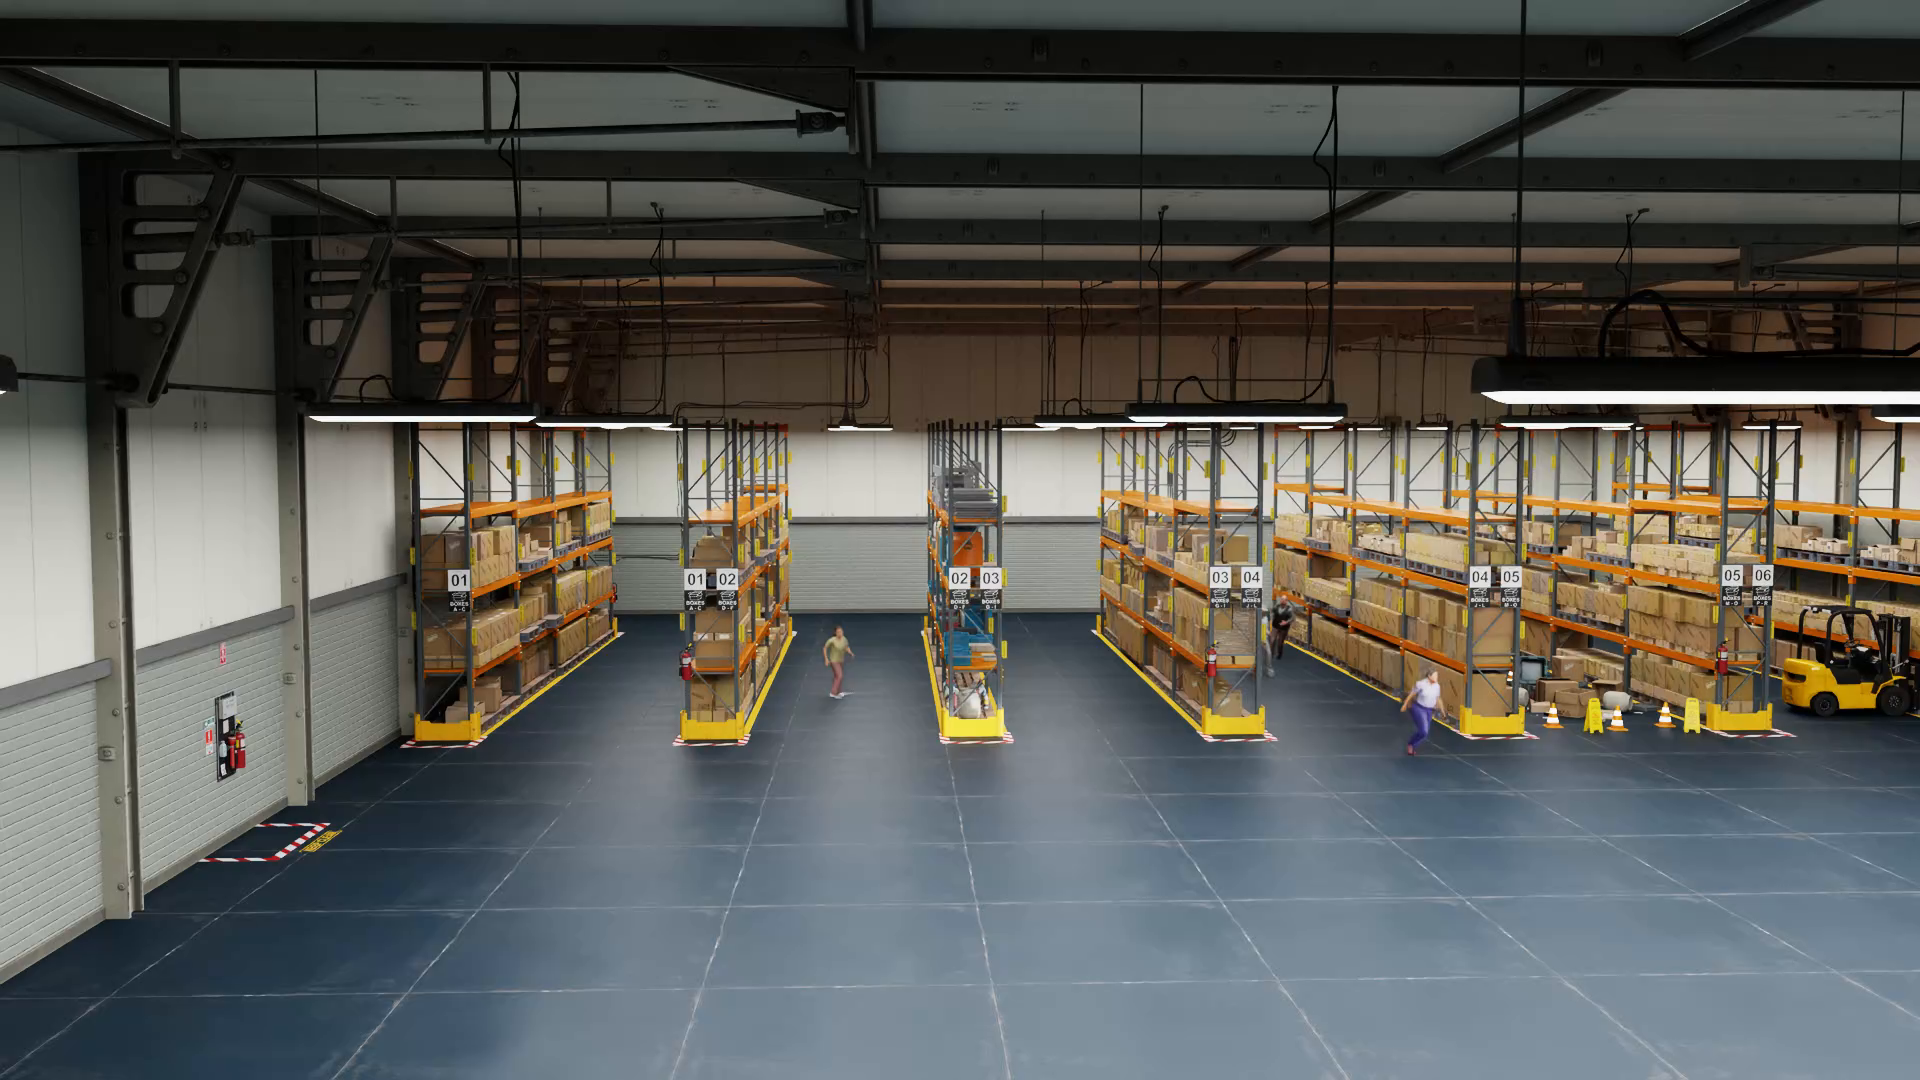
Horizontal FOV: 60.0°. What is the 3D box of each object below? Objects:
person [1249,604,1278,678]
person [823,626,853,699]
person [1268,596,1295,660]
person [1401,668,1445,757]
[{"bbox_3d":[7.048,2.376,39.232,0.618,1.788,0.833,-2,4,-26],"label":"person"},{"bbox_3d":[-2.624,2.653,35.973,0.772,1.625,0.591,3,5,38],"label":"person"},{"bbox_3d":[8.017,2.213,41.464,0.688,1.677,0.916,1,4,21],"label":"person"},{"bbox_3d":[8.193,3.057,29.391,0.610,1.586,0.681,-2,4,-32],"label":"person"}]
